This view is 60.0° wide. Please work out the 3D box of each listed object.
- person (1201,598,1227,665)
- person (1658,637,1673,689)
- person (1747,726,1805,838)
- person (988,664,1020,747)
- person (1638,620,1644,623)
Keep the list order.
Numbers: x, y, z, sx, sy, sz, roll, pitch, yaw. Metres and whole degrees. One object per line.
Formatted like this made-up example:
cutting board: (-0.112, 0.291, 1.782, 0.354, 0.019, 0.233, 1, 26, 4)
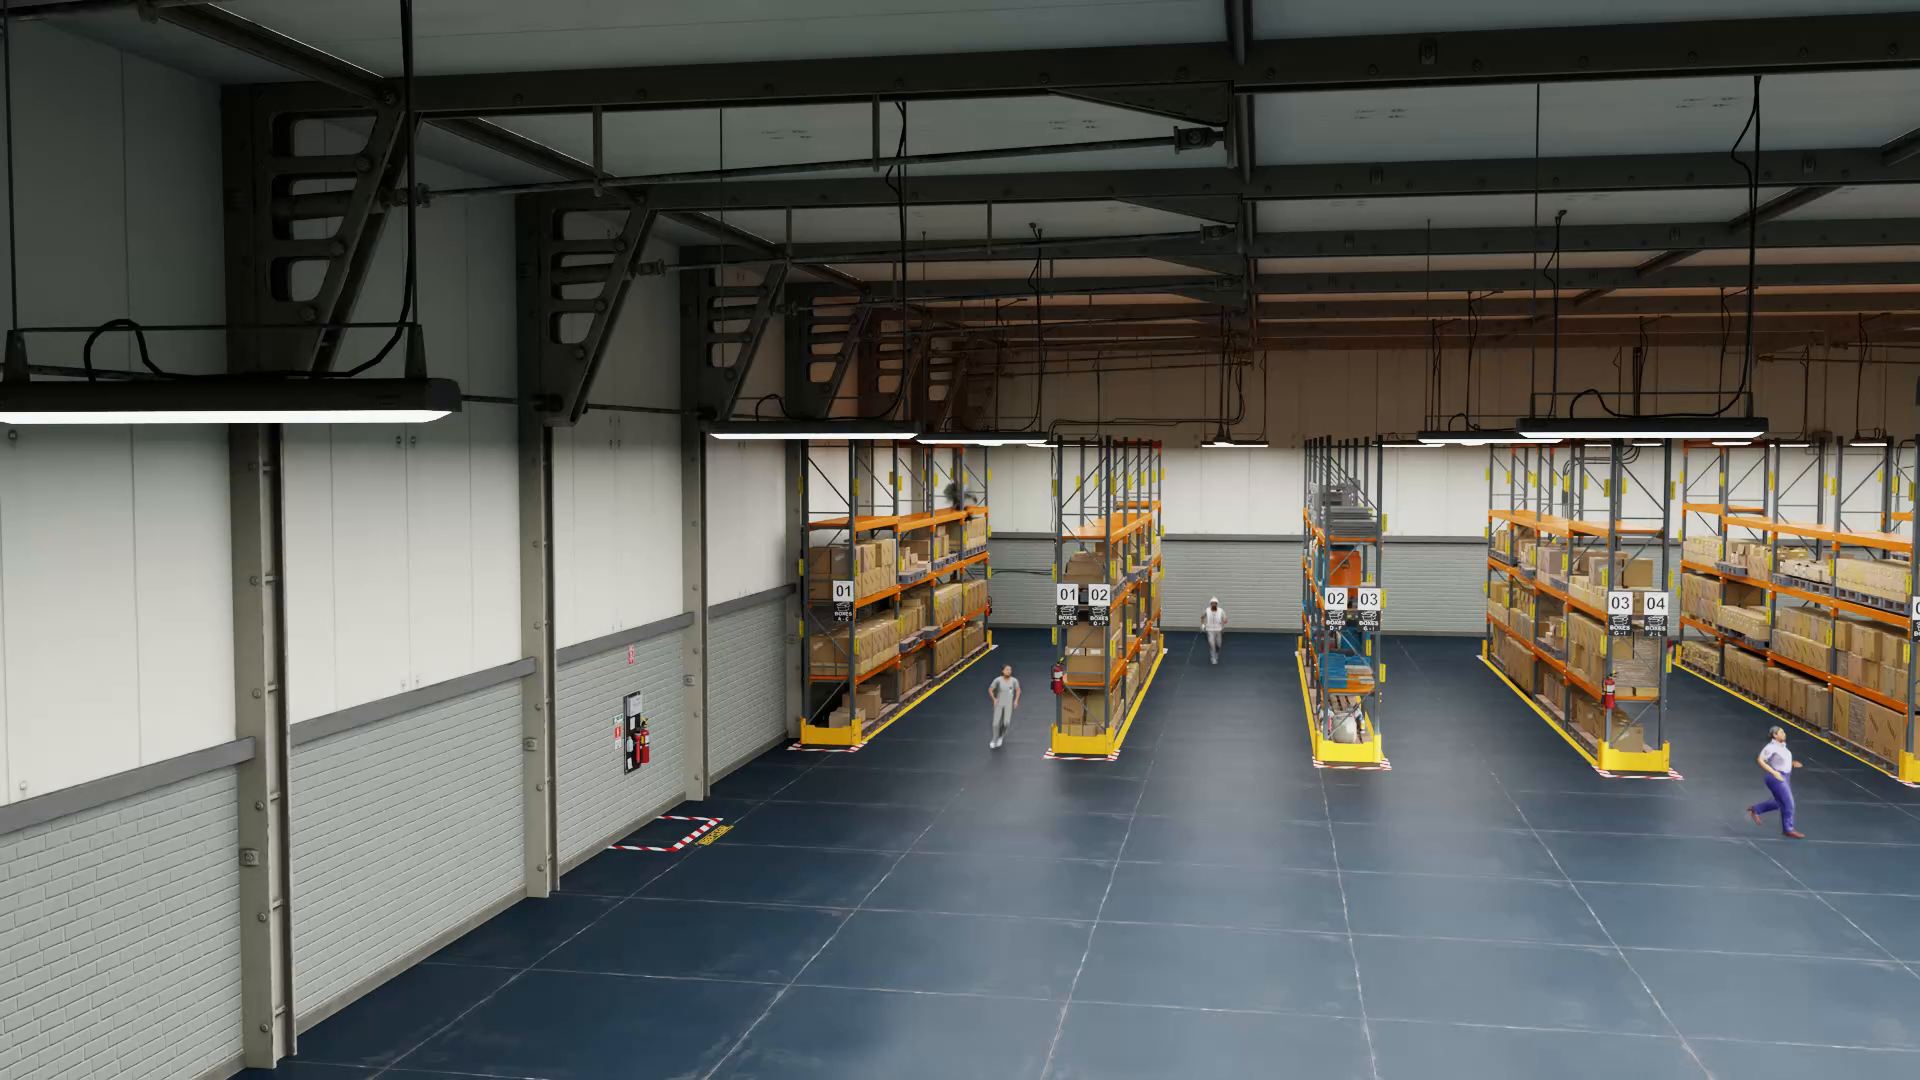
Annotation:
person: (6.796, 2.428, 44.484, 0.689, 1.762, 0.877, 0, 3, 4)
person: (16.102, 2.814, 38.327, 0.698, 1.686, 0.620, 0, 3, 7)
person: (12.153, 3.571, 24.750, 0.824, 1.615, 0.621, 3, 4, 42)
person: (0.859, 3.182, 31.933, 0.625, 1.620, 0.578, 0, 3, -2)
person: (17.548, 2.551, 42.293, 0.688, 1.734, 0.768, 1, 3, 21)
